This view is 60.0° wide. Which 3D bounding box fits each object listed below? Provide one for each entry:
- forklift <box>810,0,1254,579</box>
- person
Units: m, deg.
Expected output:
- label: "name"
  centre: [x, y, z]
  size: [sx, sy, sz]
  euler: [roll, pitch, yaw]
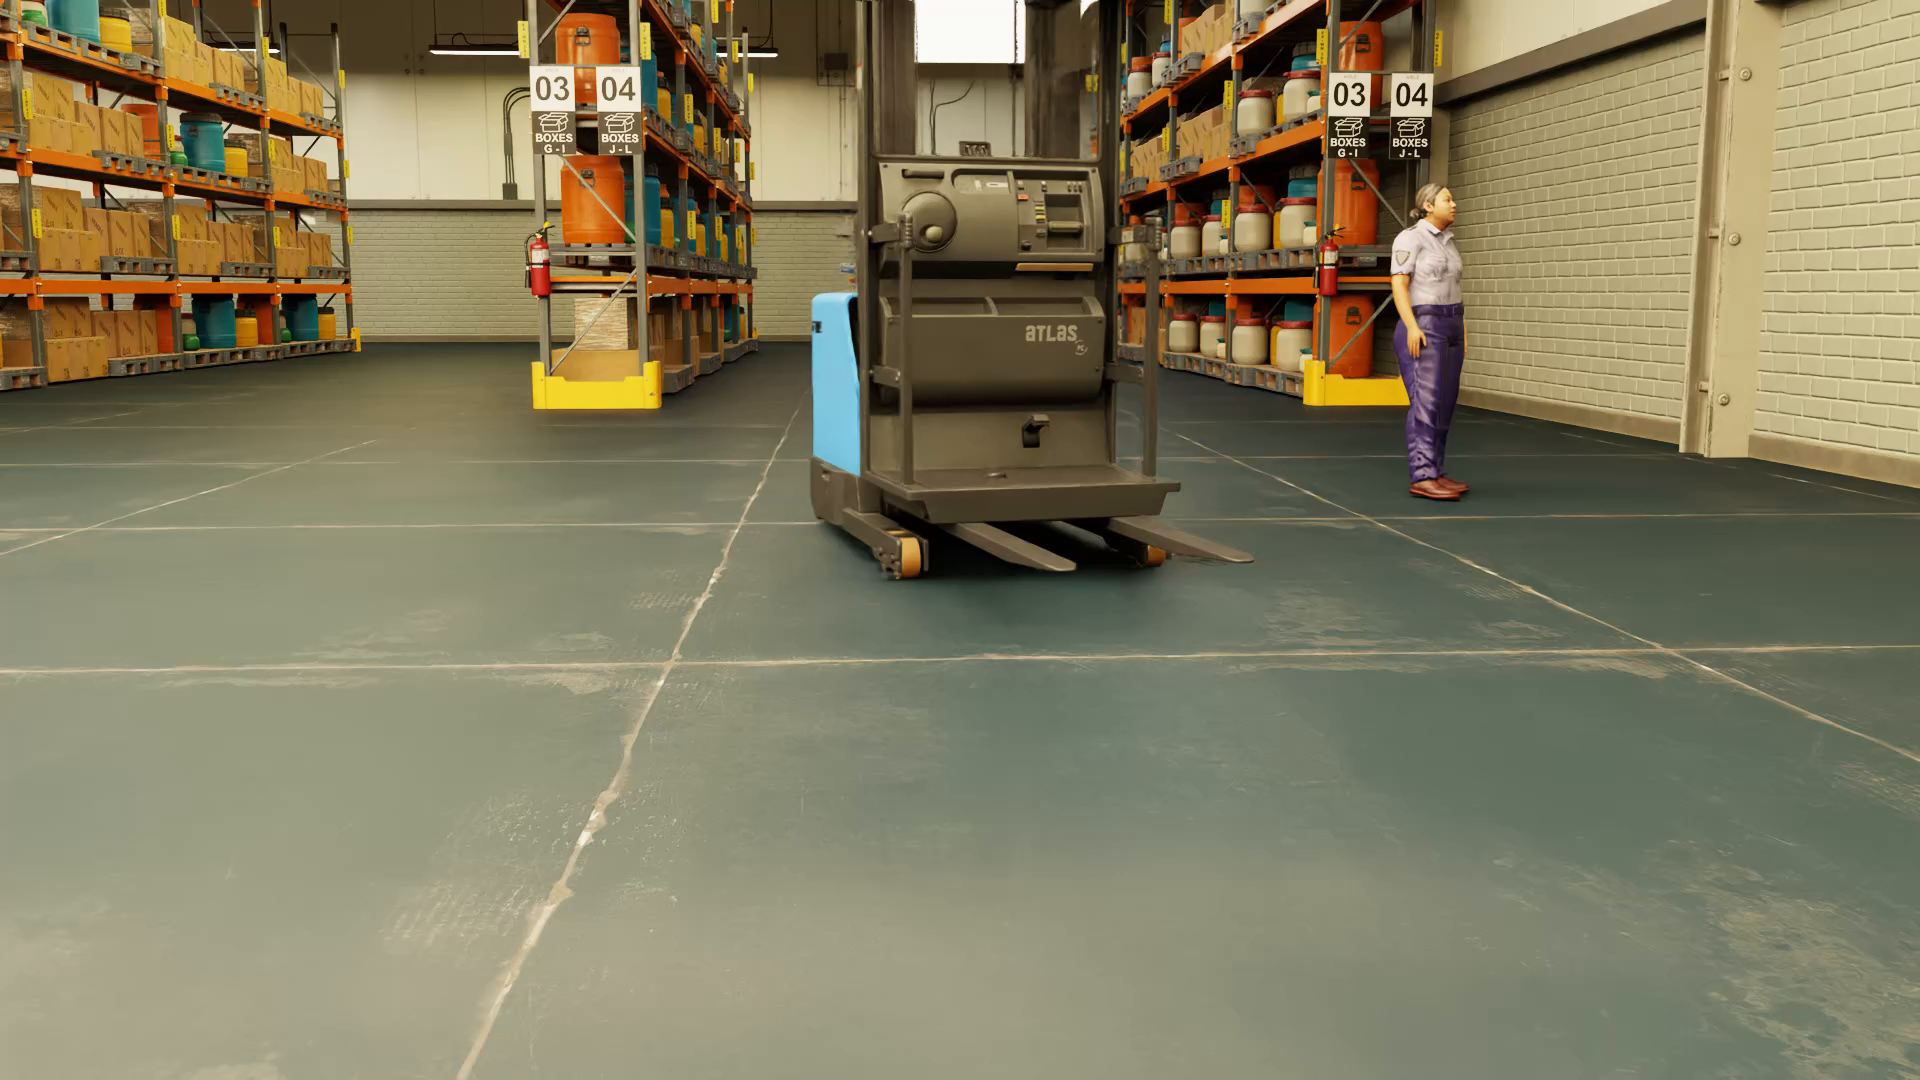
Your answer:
- label: "forklift"
  centre: [0.196, -1.363, 6.507]
  size: [1.130, 2.935, 3.031]
  euler: [-2, 9, -16]
- label: "person"
  centre: [2.589, -1.072, 8.870]
  size: [0.593, 1.650, 0.504]
  euler: [-8, 12, -44]
